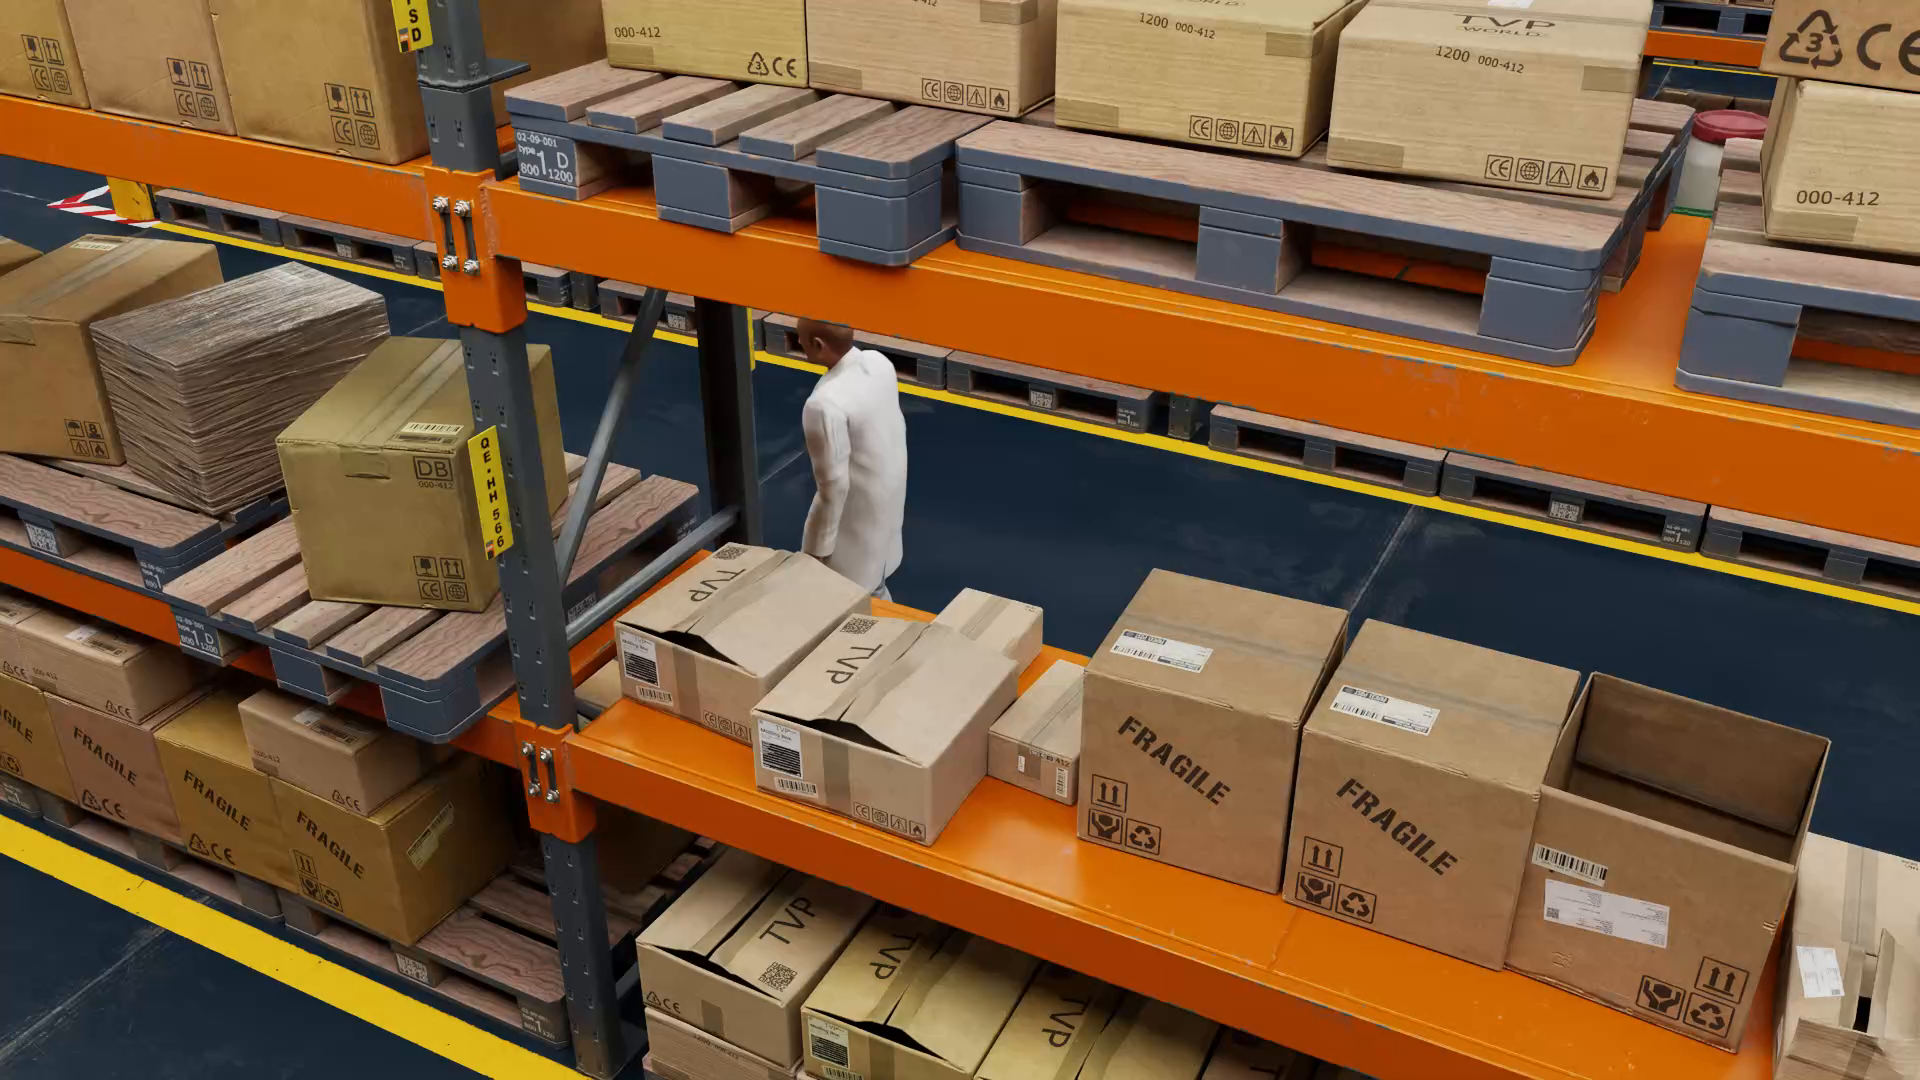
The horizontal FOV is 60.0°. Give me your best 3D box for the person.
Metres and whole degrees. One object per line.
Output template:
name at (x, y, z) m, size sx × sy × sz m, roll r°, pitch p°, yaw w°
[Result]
person at (-0.421, -0.080, 6.287) m, size 0.432 × 1.772 × 0.643 m, roll 13°, pitch 32°, yaw 21°
